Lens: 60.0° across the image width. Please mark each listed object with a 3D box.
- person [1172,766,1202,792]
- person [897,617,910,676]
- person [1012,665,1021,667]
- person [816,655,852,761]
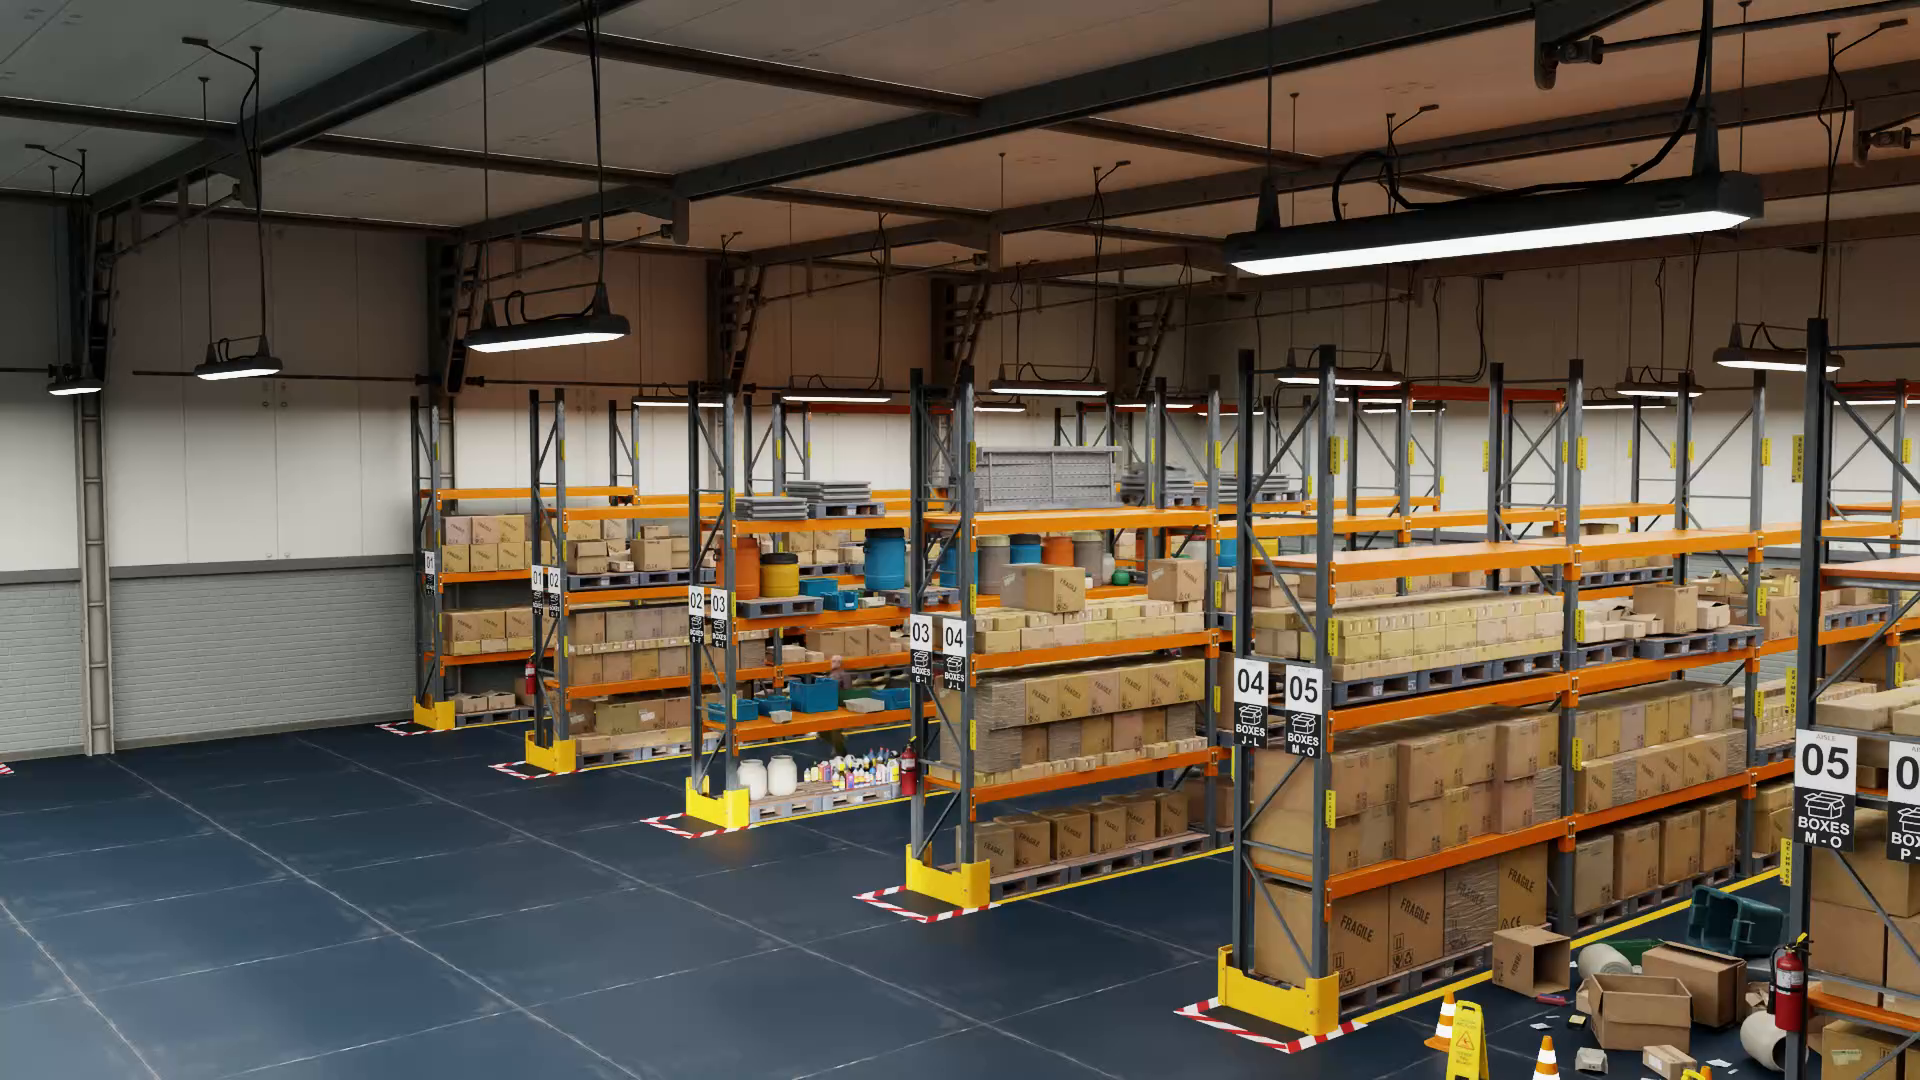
[{"bbox_3d":[3.224,2.894,23.748,0.917,1.748,0.678,-3,4,-41],"label":"person"},{"bbox_3d":[-0.991,2.131,33.520,0.645,1.679,0.514,-3,5,-42],"label":"person"},{"bbox_3d":[1.047,2.412,28.488,0.517,1.606,0.614,-3,4,-39],"label":"person"},{"bbox_3d":[-2.046,2.720,26.723,0.704,1.740,0.620,3,5,44],"label":"person"}]
